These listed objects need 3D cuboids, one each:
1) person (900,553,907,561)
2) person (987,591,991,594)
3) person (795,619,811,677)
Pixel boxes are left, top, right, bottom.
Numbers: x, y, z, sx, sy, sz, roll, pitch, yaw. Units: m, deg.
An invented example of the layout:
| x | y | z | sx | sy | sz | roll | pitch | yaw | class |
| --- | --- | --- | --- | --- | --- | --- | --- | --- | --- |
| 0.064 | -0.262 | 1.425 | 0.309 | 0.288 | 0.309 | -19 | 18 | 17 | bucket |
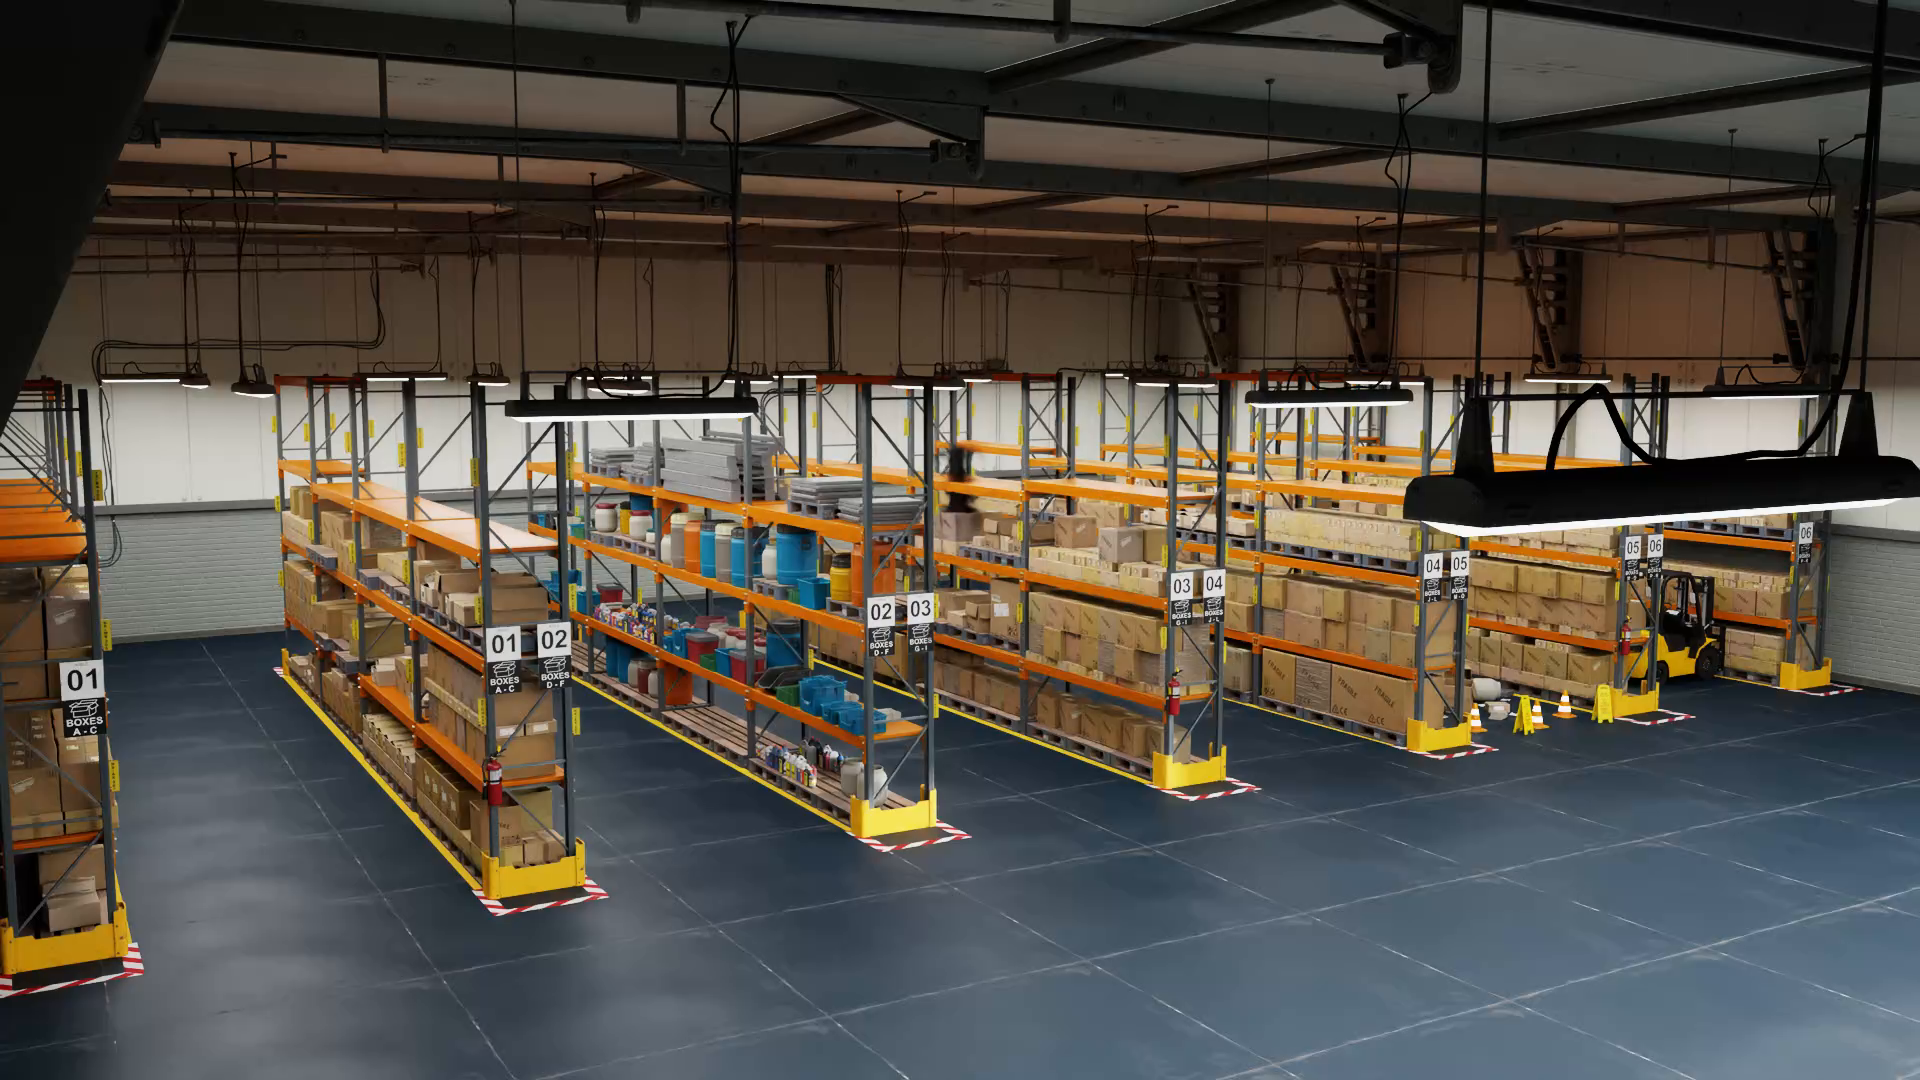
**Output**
| x | y | z | sx | sy | sz | roll | pitch | yaw | class |
| --- | --- | --- | --- | --- | --- | --- | --- | --- | --- |
| -1.378 | 1.008 | 41.373 | 0.585 | 1.613 | 0.968 | 1 | 6 | 13 | person |
| 0.816 | 1.670 | 35.237 | 0.734 | 1.601 | 1.185 | -2 | 7 | -21 | person |
| -2.912 | 2.256 | 29.702 | 0.528 | 1.712 | 0.803 | -5 | 8 | -36 | person |
